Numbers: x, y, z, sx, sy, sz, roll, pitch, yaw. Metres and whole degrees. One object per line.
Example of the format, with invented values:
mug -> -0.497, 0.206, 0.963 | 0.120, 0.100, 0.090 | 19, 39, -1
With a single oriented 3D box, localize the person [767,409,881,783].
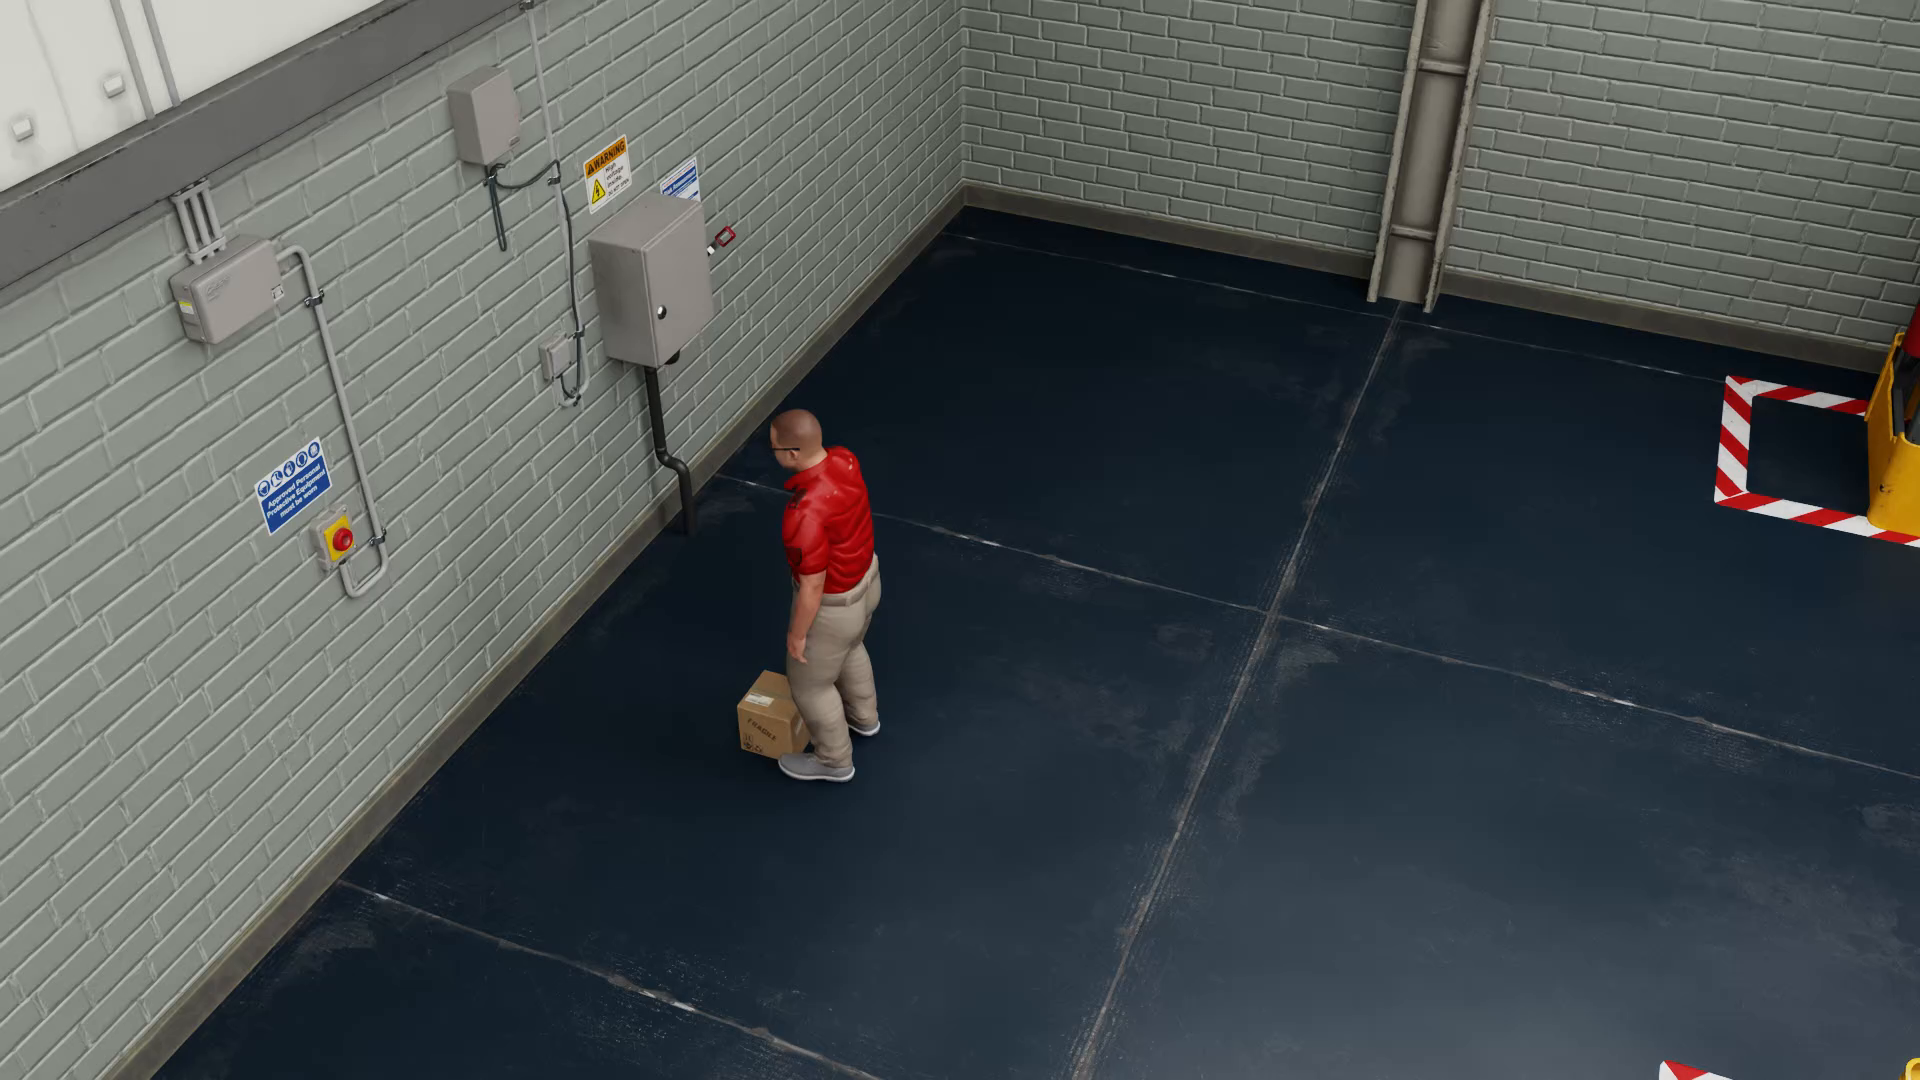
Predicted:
person -> -0.530, 0.254, 6.571 | 0.393, 1.637, 0.594 | 12, 39, 15
